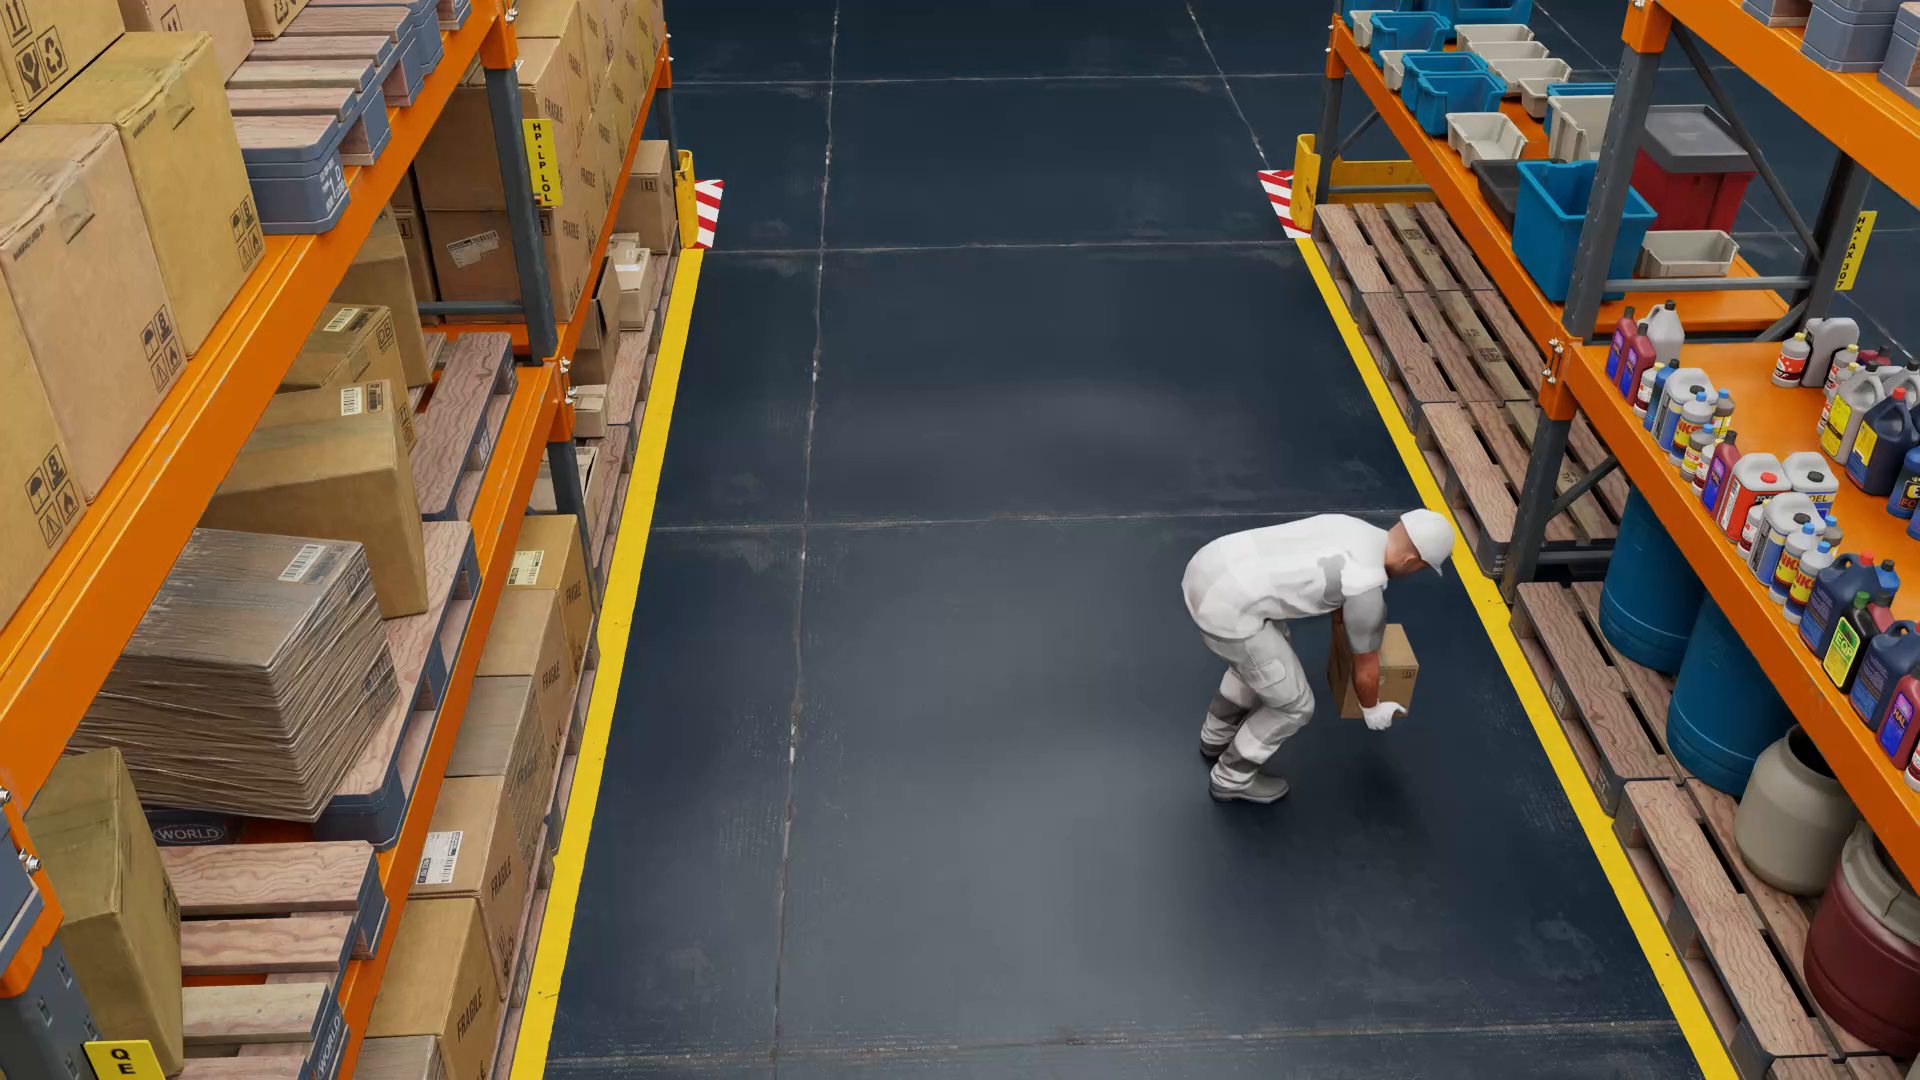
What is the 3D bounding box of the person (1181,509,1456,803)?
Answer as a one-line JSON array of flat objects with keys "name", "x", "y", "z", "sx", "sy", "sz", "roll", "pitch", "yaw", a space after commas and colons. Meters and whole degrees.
[{"name": "person", "x": 1.272, "y": 0.404, "z": 6.094, "sx": 0.947, "sy": 1.157, "sz": 0.520, "roll": -3, "pitch": 35, "yaw": -4}]
